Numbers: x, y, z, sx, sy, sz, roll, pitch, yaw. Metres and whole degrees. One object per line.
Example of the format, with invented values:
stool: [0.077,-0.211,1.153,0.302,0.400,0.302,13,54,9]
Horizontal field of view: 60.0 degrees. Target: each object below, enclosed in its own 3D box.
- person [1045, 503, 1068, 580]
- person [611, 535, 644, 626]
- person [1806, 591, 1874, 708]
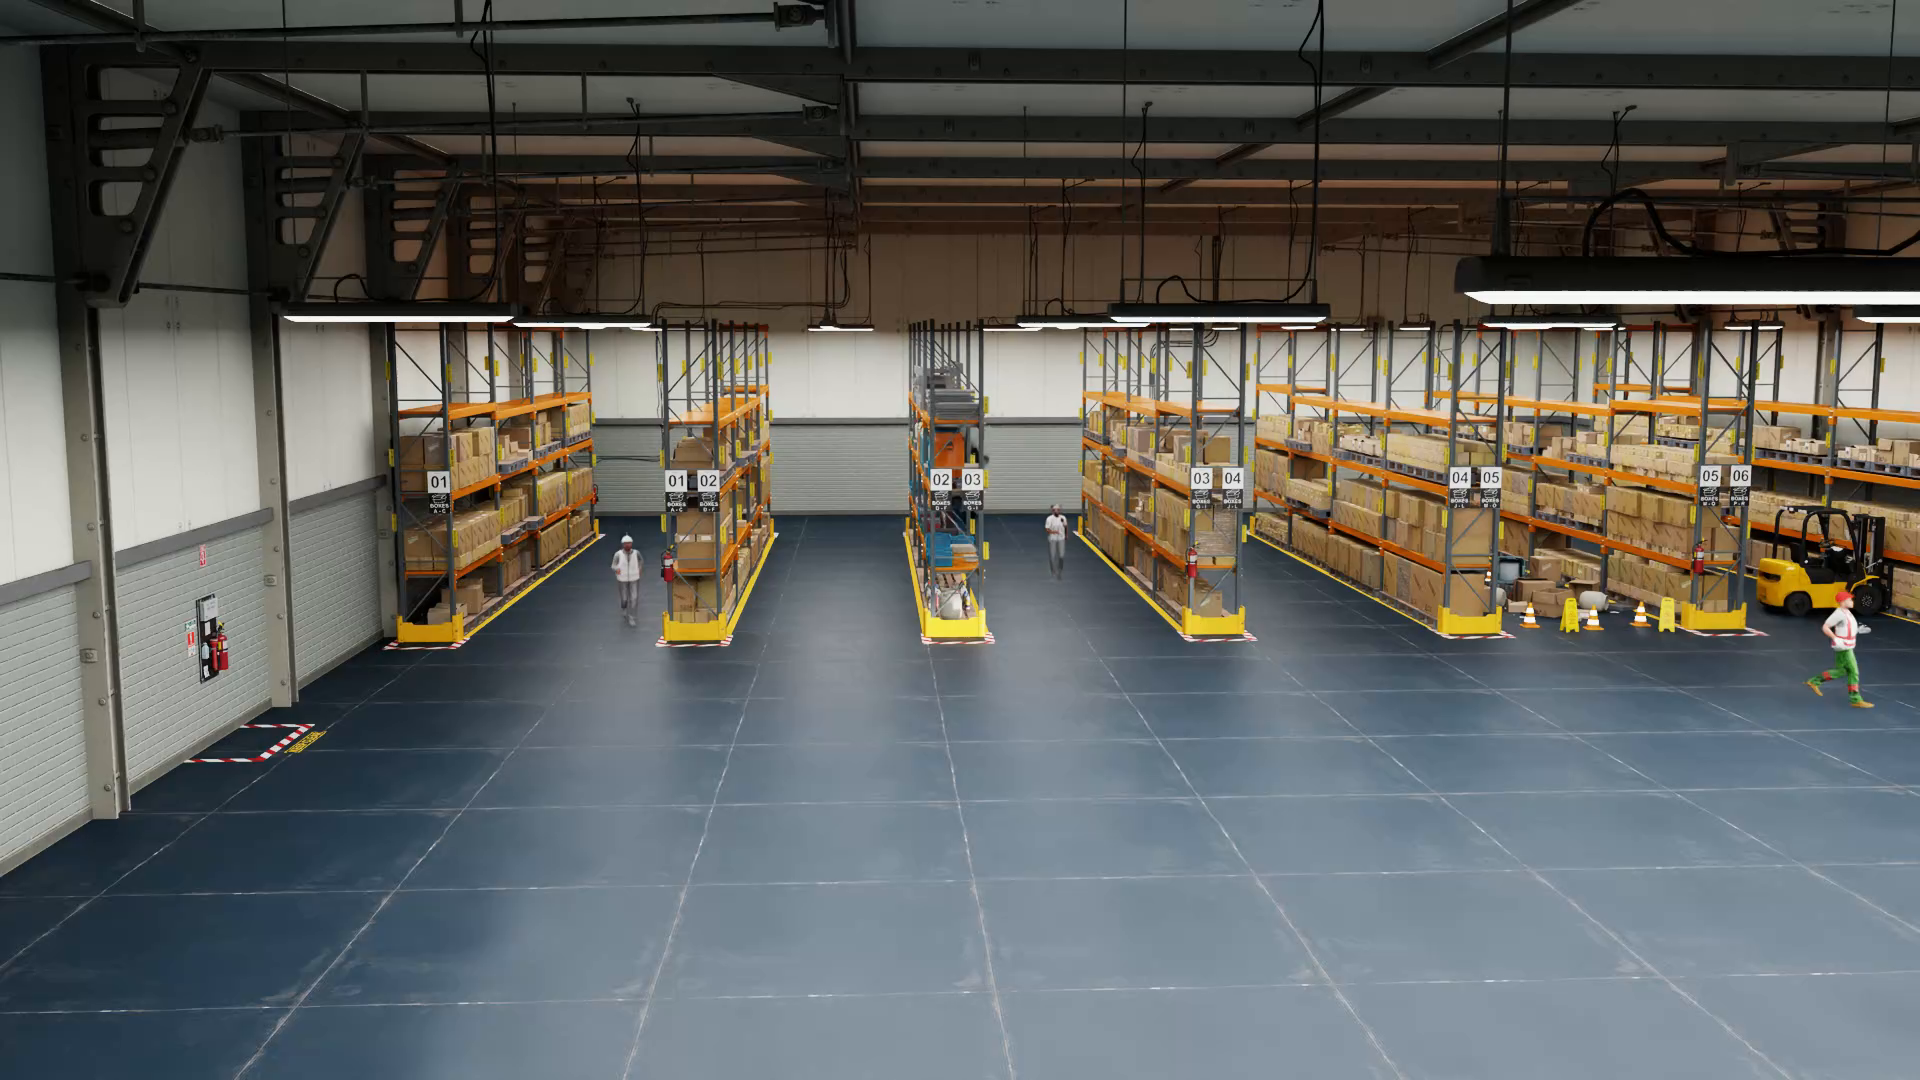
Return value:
person: [2.176,0.035,37.061,0.549,1.725,0.636,-1,7,-6]
person: [-6.586,0.776,33.001,0.646,1.764,0.927,-2,7,-15]
person: [13.608,1.666,25.647,0.981,1.768,0.665,6,9,38]
